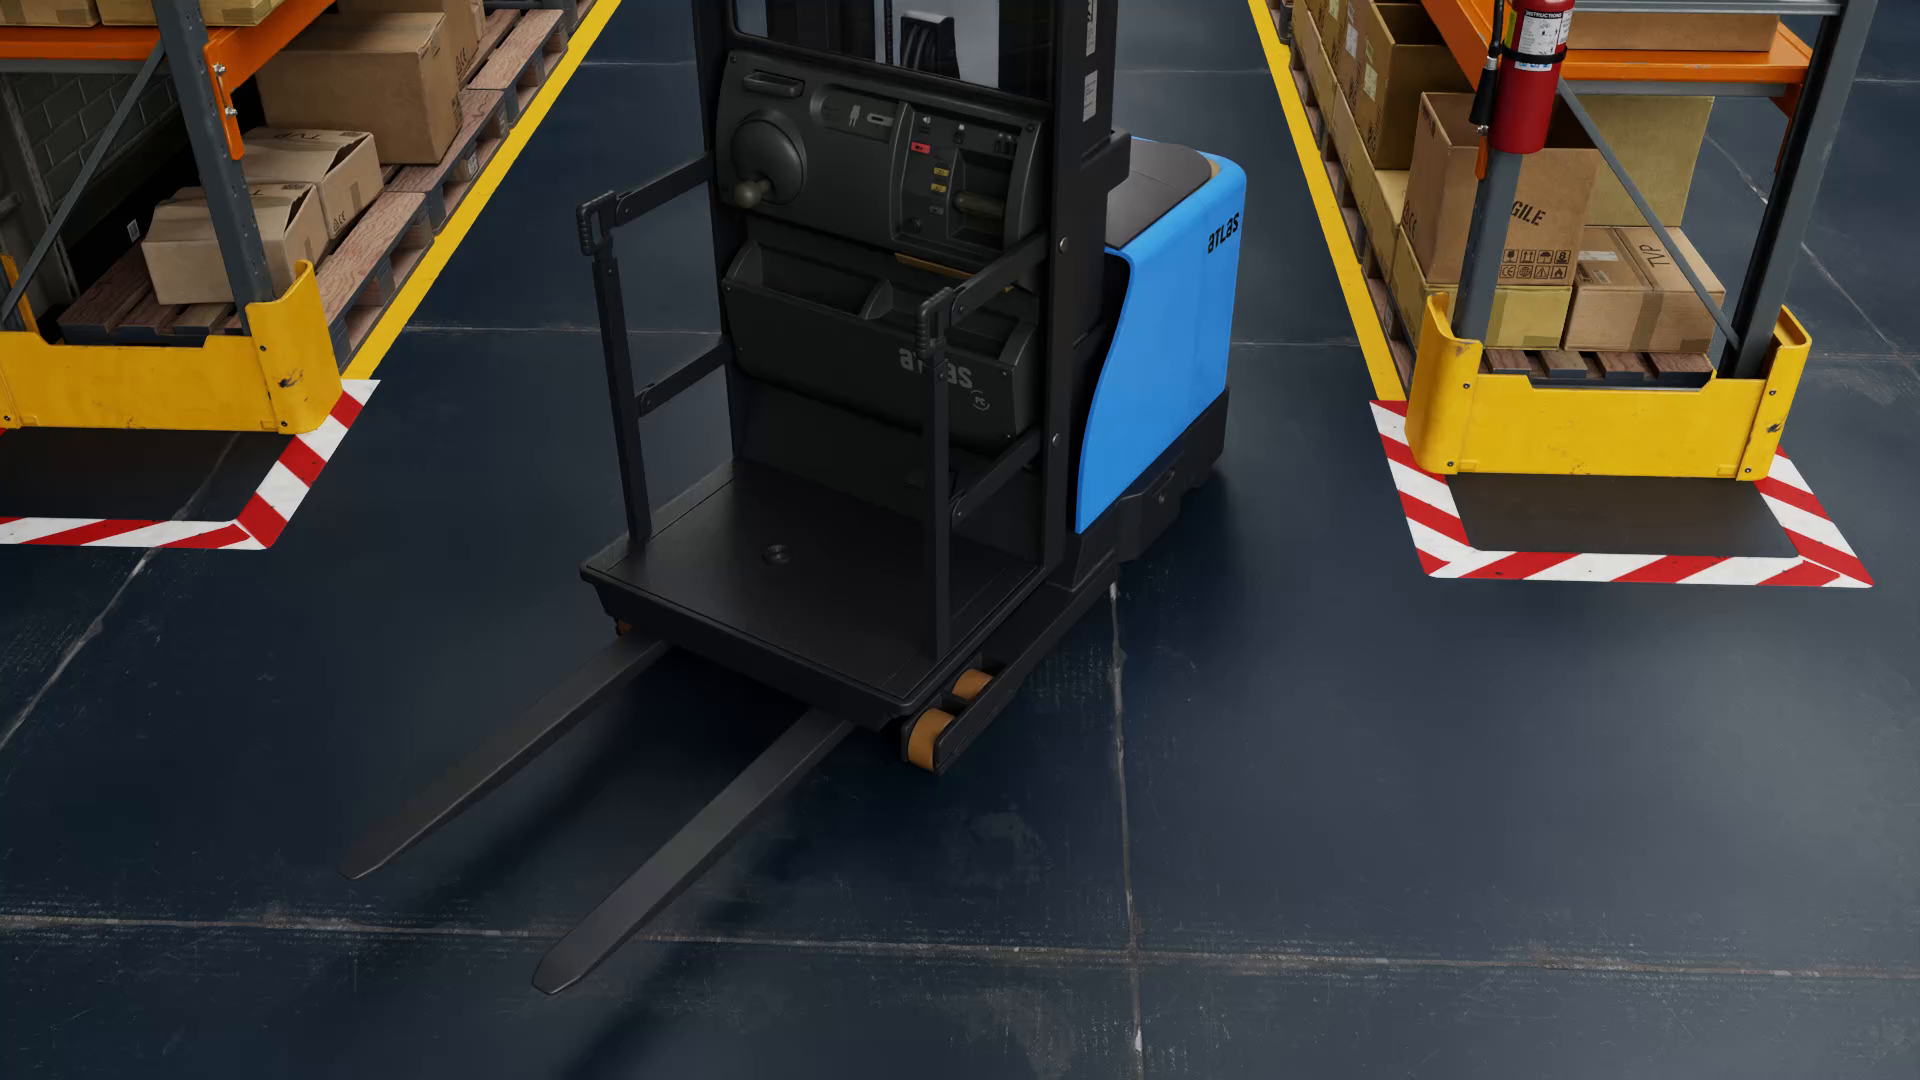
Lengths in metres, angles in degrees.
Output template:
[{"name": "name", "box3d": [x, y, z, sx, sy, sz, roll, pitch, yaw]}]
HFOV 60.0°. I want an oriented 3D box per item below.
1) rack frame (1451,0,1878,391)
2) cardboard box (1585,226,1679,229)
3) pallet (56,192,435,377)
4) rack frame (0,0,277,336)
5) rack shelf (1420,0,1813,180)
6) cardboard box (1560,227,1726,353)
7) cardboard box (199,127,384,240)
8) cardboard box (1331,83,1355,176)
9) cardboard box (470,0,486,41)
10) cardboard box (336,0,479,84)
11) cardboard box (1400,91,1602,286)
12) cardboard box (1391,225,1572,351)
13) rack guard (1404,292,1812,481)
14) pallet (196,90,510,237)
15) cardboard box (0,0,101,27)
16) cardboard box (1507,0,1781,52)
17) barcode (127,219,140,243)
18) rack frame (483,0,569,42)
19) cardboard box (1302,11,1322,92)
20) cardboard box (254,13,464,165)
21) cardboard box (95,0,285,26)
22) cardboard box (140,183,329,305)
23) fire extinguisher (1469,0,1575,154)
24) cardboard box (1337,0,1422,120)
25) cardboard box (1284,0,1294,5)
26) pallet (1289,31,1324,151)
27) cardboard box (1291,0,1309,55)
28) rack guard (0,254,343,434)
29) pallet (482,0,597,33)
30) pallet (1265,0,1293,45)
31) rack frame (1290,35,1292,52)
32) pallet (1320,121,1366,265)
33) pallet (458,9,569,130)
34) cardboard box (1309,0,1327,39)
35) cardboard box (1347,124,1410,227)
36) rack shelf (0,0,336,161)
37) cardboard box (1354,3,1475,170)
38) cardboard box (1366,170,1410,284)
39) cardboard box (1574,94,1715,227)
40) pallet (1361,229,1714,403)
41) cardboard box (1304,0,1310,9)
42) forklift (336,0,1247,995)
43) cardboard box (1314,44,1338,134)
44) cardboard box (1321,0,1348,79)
[{"name": "rack frame", "box3d": [2.130, -1.550, 4.846, 1.000, 3.000, 0.127, 1, 35, 2]}, {"name": "cardboard box", "box3d": [2.390, -1.187, 6.356, 0.500, 0.250, 0.500, 1, 35, 2]}, {"name": "pallet", "box3d": [-2.749, -1.031, 6.533, 1.003, 0.211, 1.213, 1, 35, 2]}, {"name": "rack frame", "box3d": [-2.820, -1.662, 5.006, 1.000, 3.000, 0.127, 1, 35, 2]}, {"name": "rack shelf", "box3d": [2.210, -2.404, 6.688, 1.077, 0.370, 4.000, 1, 35, 2]}, {"name": "cardboard box", "box3d": [2.374, -0.899, 5.947, 0.500, 0.250, 0.500, 1, 35, 2]}, {"name": "cardboard box", "box3d": [-2.679, -1.465, 6.681, 0.500, 0.311, 0.500, 4, 35, 6]}, {"name": "cardboard box", "box3d": [1.904, -1.774, 7.191, 0.500, 0.250, 0.500, 1, 35, 2]}, {"name": "cardboard box", "box3d": [-2.651, -2.673, 8.526, 0.380, 0.166, 0.250, -3, 35, -4]}, {"name": "cardboard box", "box3d": [-2.661, -2.520, 8.019, 0.500, 0.500, 0.500, -1, 35, -2]}, {"name": "cardboard box", "box3d": [1.854, -1.218, 5.749, 0.500, 0.500, 0.500, 1, 35, 2]}, {"name": "cardboard box", "box3d": [1.856, -0.911, 5.964, 0.500, 0.250, 0.500, 1, 35, 2]}, {"name": "rack guard", "box3d": [2.129, -0.513, 5.545, 1.175, 0.500, 0.348, 1, 35, 2]}, {"name": "pallet", "box3d": [-2.697, -1.730, 7.528, 1.003, 0.211, 1.213, 1, 35, 2]}, {"name": "cardboard box", "box3d": [-2.995, -1.882, 5.432, 0.500, 0.250, 0.500, 2, 35, 3]}, {"name": "cardboard box", "box3d": [2.161, -1.859, 5.199, 0.700, 0.500, 0.500, 1, 35, 2]}, {"name": "barcode", "box3d": [-3.101, -1.161, 6.241, 0.001, 0.075, 0.075, 1, 35, 2]}, {"name": "rack frame", "box3d": [-2.659, -3.960, 8.276, 1.000, 3.000, 0.127, 1, 35, 2]}, {"name": "cardboard box", "box3d": [1.944, -2.348, 8.008, 0.500, 0.250, 0.500, 1, 35, 2]}, {"name": "cardboard box", "box3d": [-2.600, -1.963, 7.225, 0.700, 0.500, 0.500, -1, 35, -1]}, {"name": "cardboard box", "box3d": [-2.483, -1.882, 5.432, 0.500, 0.250, 0.500, 0, 35, 1]}, {"name": "cardboard box", "box3d": [-2.702, -1.137, 6.215, 0.500, 0.311, 0.500, -2, 35, -3]}, {"name": "fire extinguisher", "box3d": [1.661, -1.461, 4.787, 0.296, 0.674, 0.183, 1, 35, 2]}, {"name": "cardboard box", "box3d": [1.901, -2.080, 6.975, 0.500, 0.500, 0.500, 1, 35, 2]}, {"name": "cardboard box", "box3d": [2.017, -3.140, 9.135, 0.500, 0.250, 0.500, 1, 35, 1]}, {"name": "pallet", "box3d": [2.217, -2.251, 8.269, 1.003, 0.211, 1.213, 1, 35, 2]}, {"name": "cardboard box", "box3d": [1.969, -2.635, 8.417, 0.500, 0.250, 0.500, 1, 35, 2]}, {"name": "rack guard", "box3d": [-2.817, -0.683, 5.787, 1.175, 0.500, 0.348, 1, 35, 2]}, {"name": "pallet", "box3d": [-2.630, -3.267, 9.714, 1.003, 0.211, 1.213, 1, 35, 2]}, {"name": "pallet", "box3d": [2.281, -3.131, 9.522, 1.003, 0.211, 1.213, 1, 35, 2]}, {"name": "rack frame", "box3d": [2.290, -3.848, 8.116, 1.000, 3.000, 0.127, 1, 35, 2]}, {"name": "pallet", "box3d": [2.170, -1.548, 7.269, 1.003, 0.211, 1.213, 1, 35, 2]}, {"name": "pallet", "box3d": [-2.651, -2.433, 8.528, 1.003, 0.211, 1.213, 1, 35, 2]}, {"name": "cardboard box", "box3d": [1.947, -2.655, 7.793, 0.500, 0.500, 0.500, 1, 35, 2]}, {"name": "cardboard box", "box3d": [1.882, -1.486, 6.782, 0.500, 0.250, 0.500, 1, 35, 2]}, {"name": "rack shelf", "box3d": [-2.740, -2.517, 6.848, 1.077, 0.370, 4.000, 1, 35, 2]}, {"name": "cardboard box", "box3d": [1.879, -1.793, 6.567, 0.500, 0.500, 0.500, 1, 35, 2]}, {"name": "cardboard box", "box3d": [1.864, -1.199, 6.373, 0.500, 0.250, 0.500, 1, 35, 2]}, {"name": "cardboard box", "box3d": [2.392, -1.494, 6.140, 0.500, 0.500, 0.500, 1, 35, 2]}, {"name": "pallet", "box3d": [2.119, -0.849, 6.275, 1.003, 0.211, 1.213, 1, 35, 2]}, {"name": "cardboard box", "box3d": [1.959, -2.942, 8.202, 0.500, 0.500, 0.500, 1, 35, 2]}, {"name": "forklift", "box3d": [-0.333, -0.897, 3.977, 1.130, 2.935, 3.031, 20, 40, 26]}, {"name": "cardboard box", "box3d": [1.918, -2.061, 7.600, 0.500, 0.250, 0.500, 1, 35, 2]}, {"name": "cardboard box", "box3d": [1.919, -2.368, 7.384, 0.500, 0.500, 0.500, 1, 35, 2]}]
